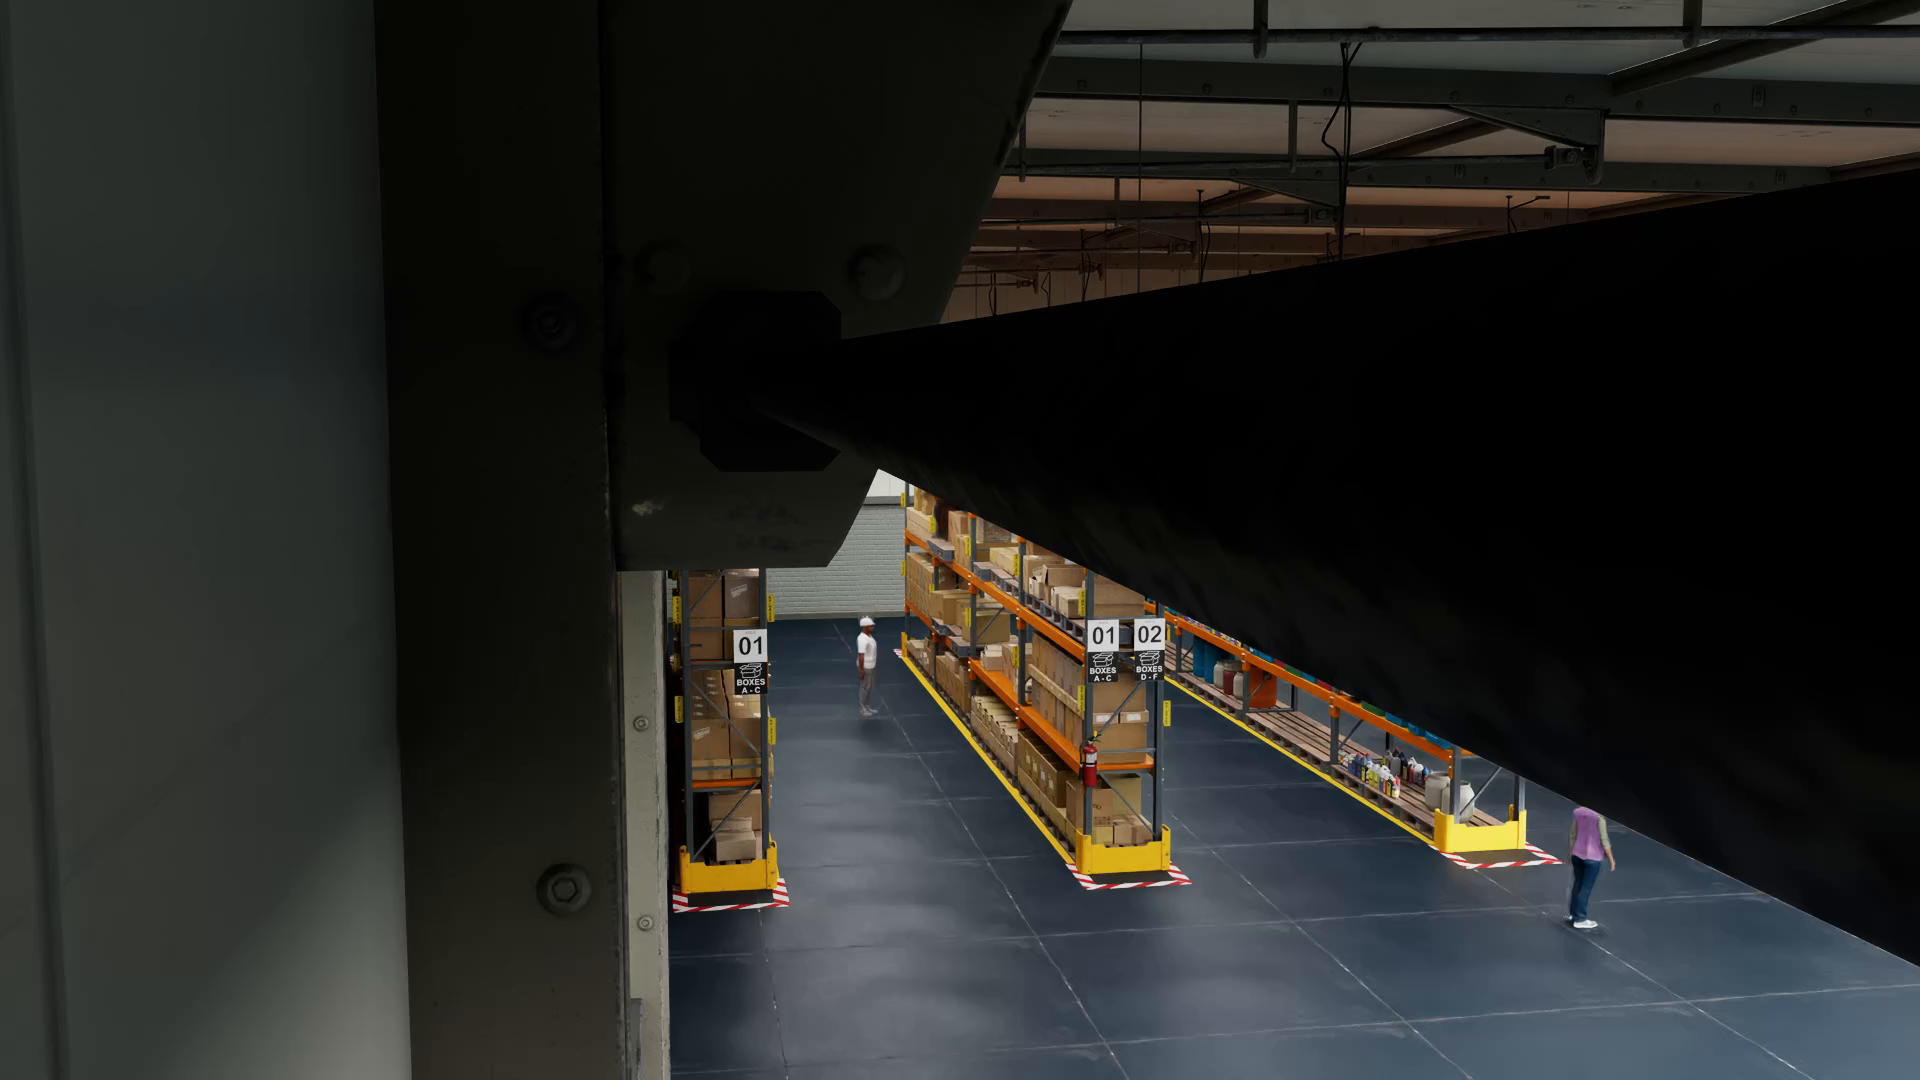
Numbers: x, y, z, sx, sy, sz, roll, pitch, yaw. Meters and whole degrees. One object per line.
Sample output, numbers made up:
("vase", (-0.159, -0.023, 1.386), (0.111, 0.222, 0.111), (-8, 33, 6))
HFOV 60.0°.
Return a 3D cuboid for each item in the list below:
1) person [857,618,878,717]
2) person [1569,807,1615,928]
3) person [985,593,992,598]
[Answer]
("person", (-1.666, 2.270, 29.832), (0.345, 1.769, 0.687), (1, 6, 9))
("person", (7.147, 3.616, 18.821), (0.441, 1.604, 0.515), (-4, 7, -33))
("person", (0.663, 1.607, 37.613), (0.506, 1.634, 0.996), (-1, 6, -14))
